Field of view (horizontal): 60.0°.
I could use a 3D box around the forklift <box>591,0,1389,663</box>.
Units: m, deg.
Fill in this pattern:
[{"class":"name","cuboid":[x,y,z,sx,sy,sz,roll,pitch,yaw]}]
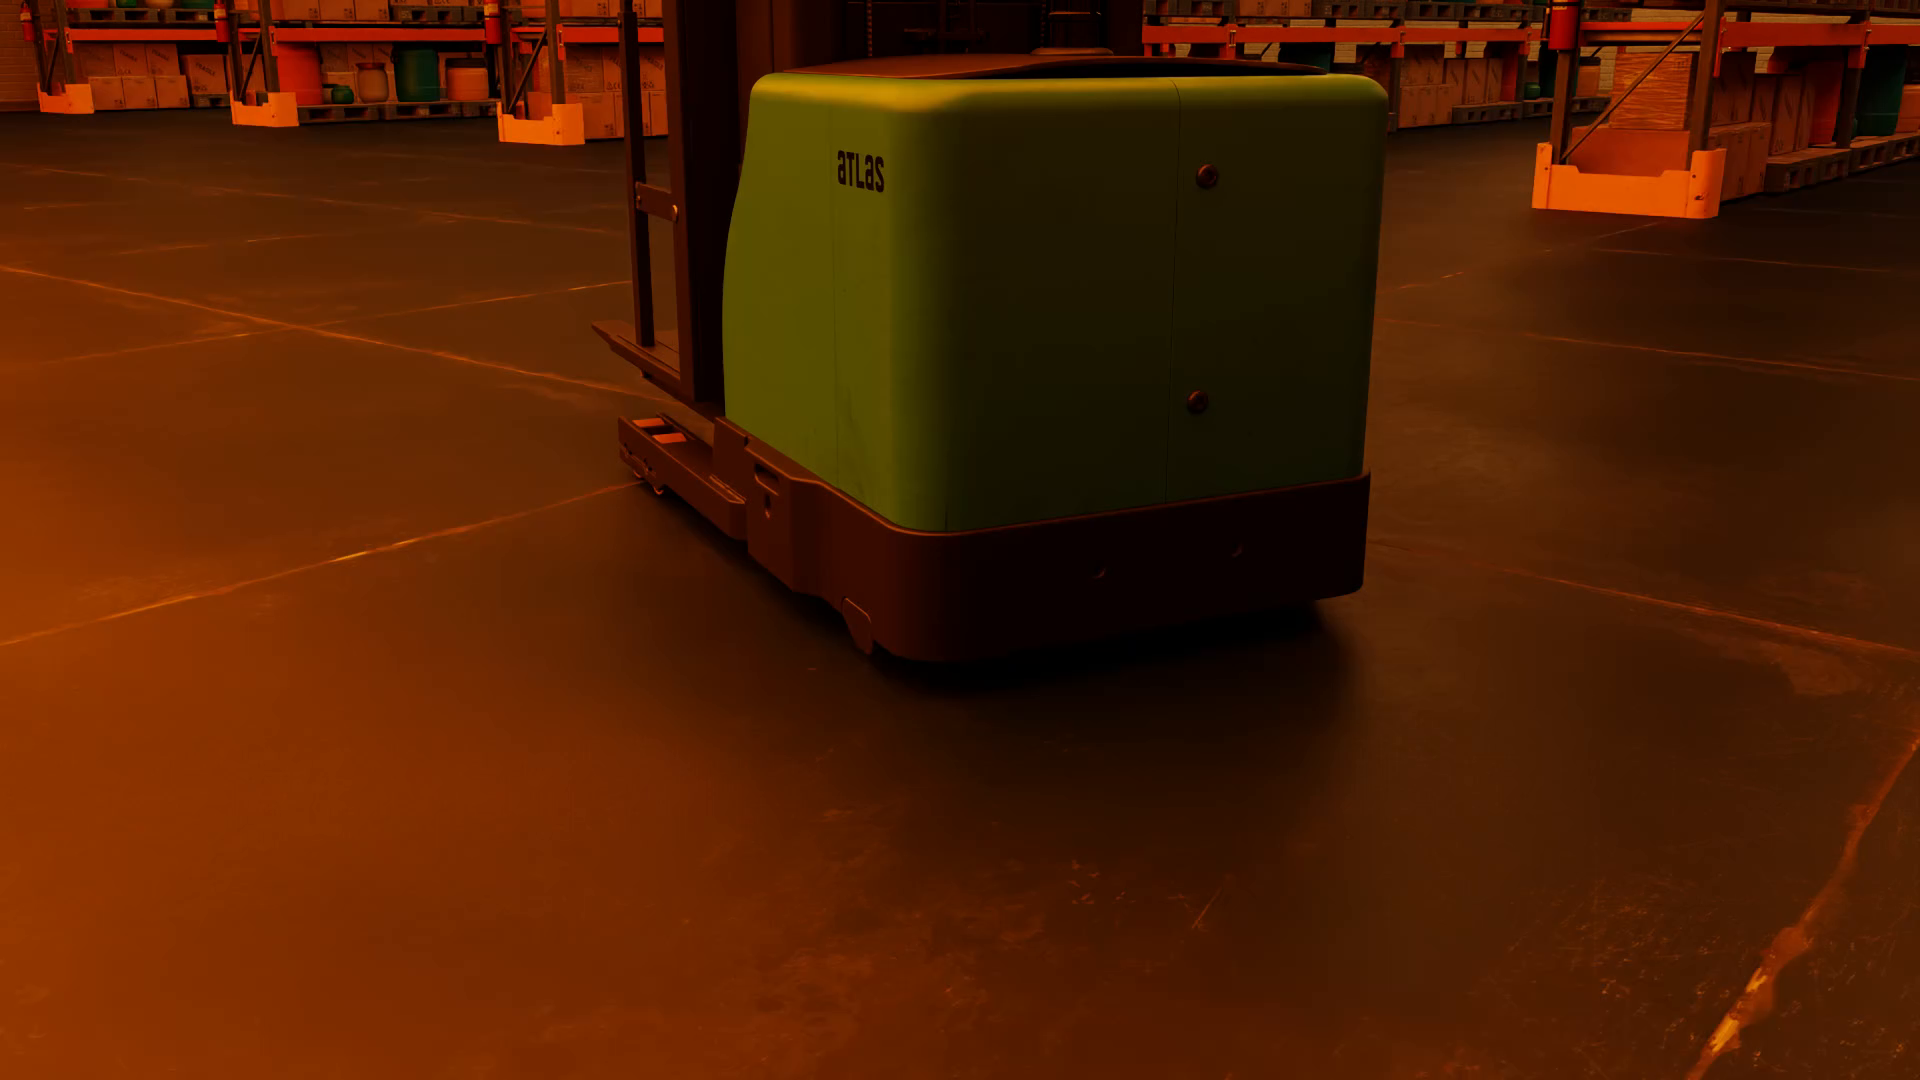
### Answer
[{"class":"forklift","cuboid":[-0.270,-1.565,4.052,1.130,2.935,3.031,-8,19,-25]}]
